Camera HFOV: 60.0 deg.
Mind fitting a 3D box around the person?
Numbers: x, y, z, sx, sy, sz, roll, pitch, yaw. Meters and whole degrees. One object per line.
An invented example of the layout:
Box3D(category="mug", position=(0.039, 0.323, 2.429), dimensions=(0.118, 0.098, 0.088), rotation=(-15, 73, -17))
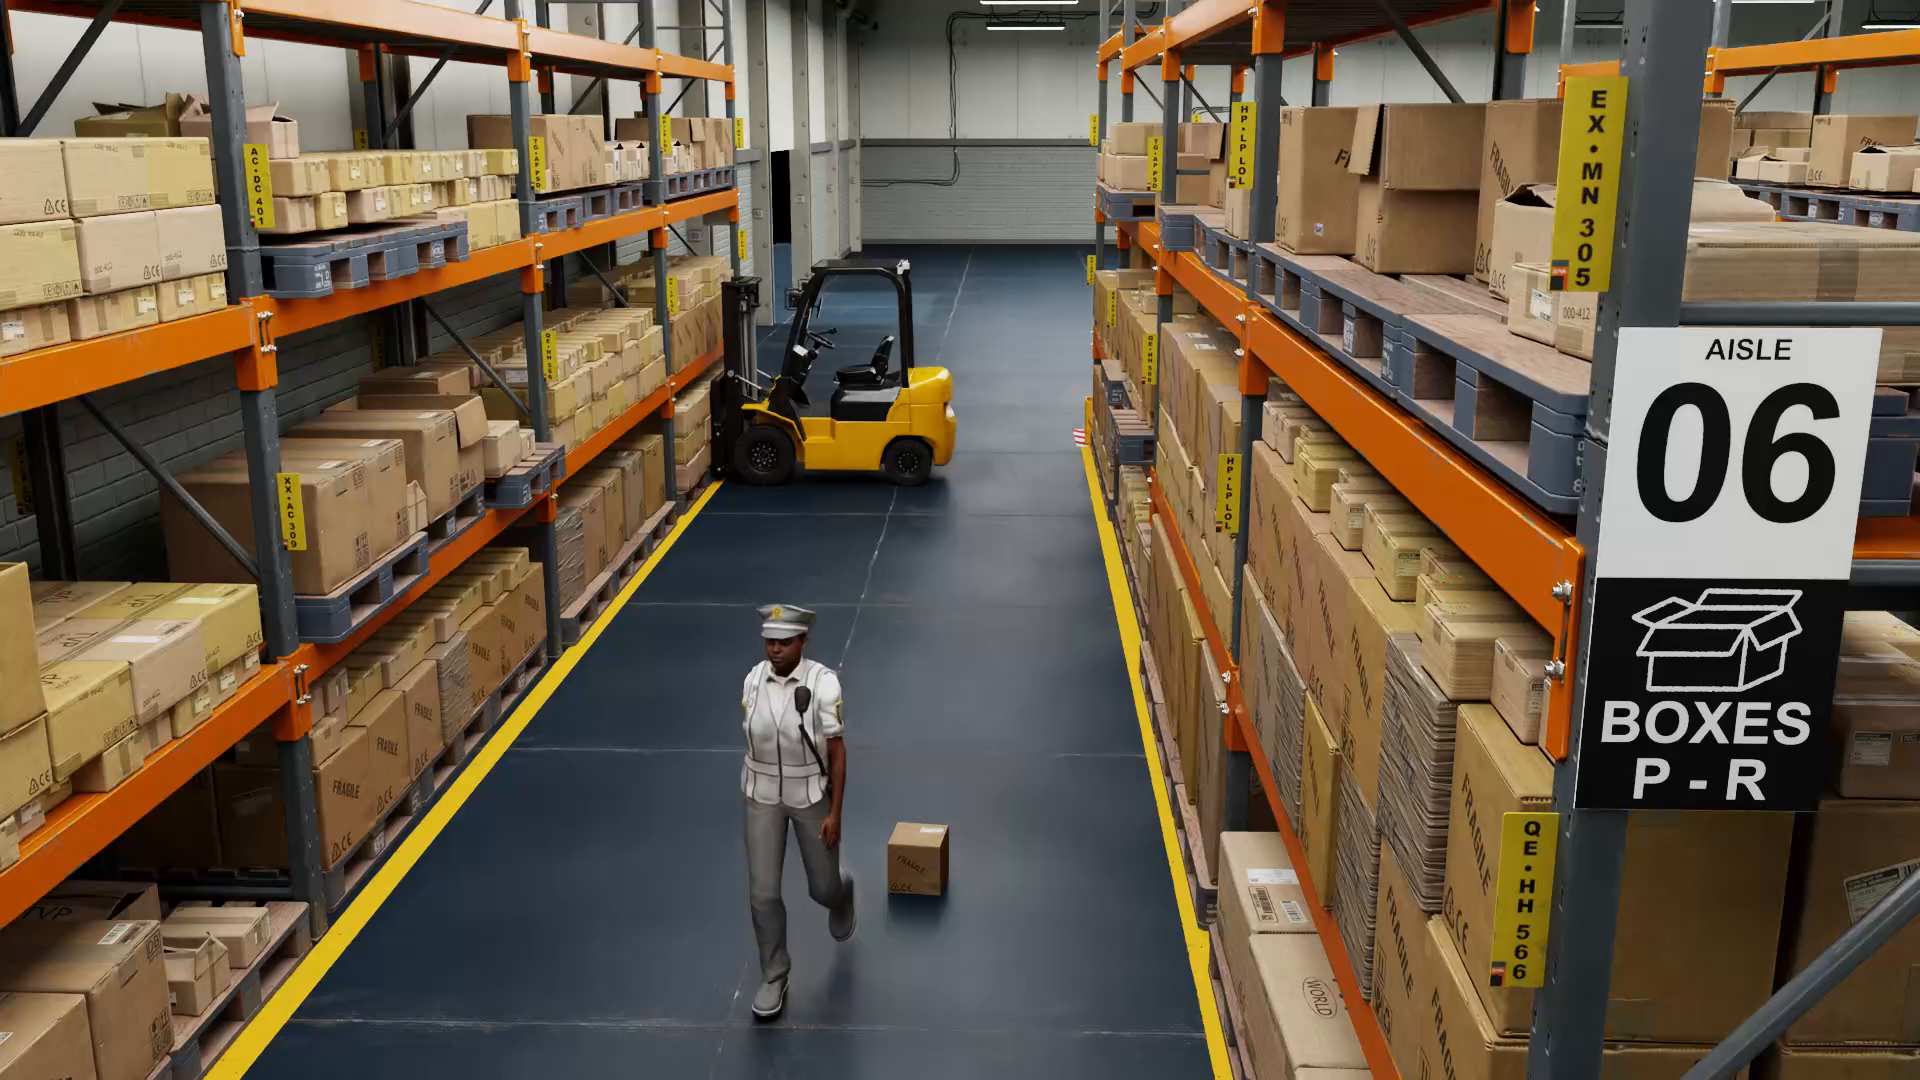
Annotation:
Box3D(category="person", position=(-0.660, 1.027, 6.784), dimensions=(0.444, 1.665, 0.721), rotation=(2, 14, 9))
